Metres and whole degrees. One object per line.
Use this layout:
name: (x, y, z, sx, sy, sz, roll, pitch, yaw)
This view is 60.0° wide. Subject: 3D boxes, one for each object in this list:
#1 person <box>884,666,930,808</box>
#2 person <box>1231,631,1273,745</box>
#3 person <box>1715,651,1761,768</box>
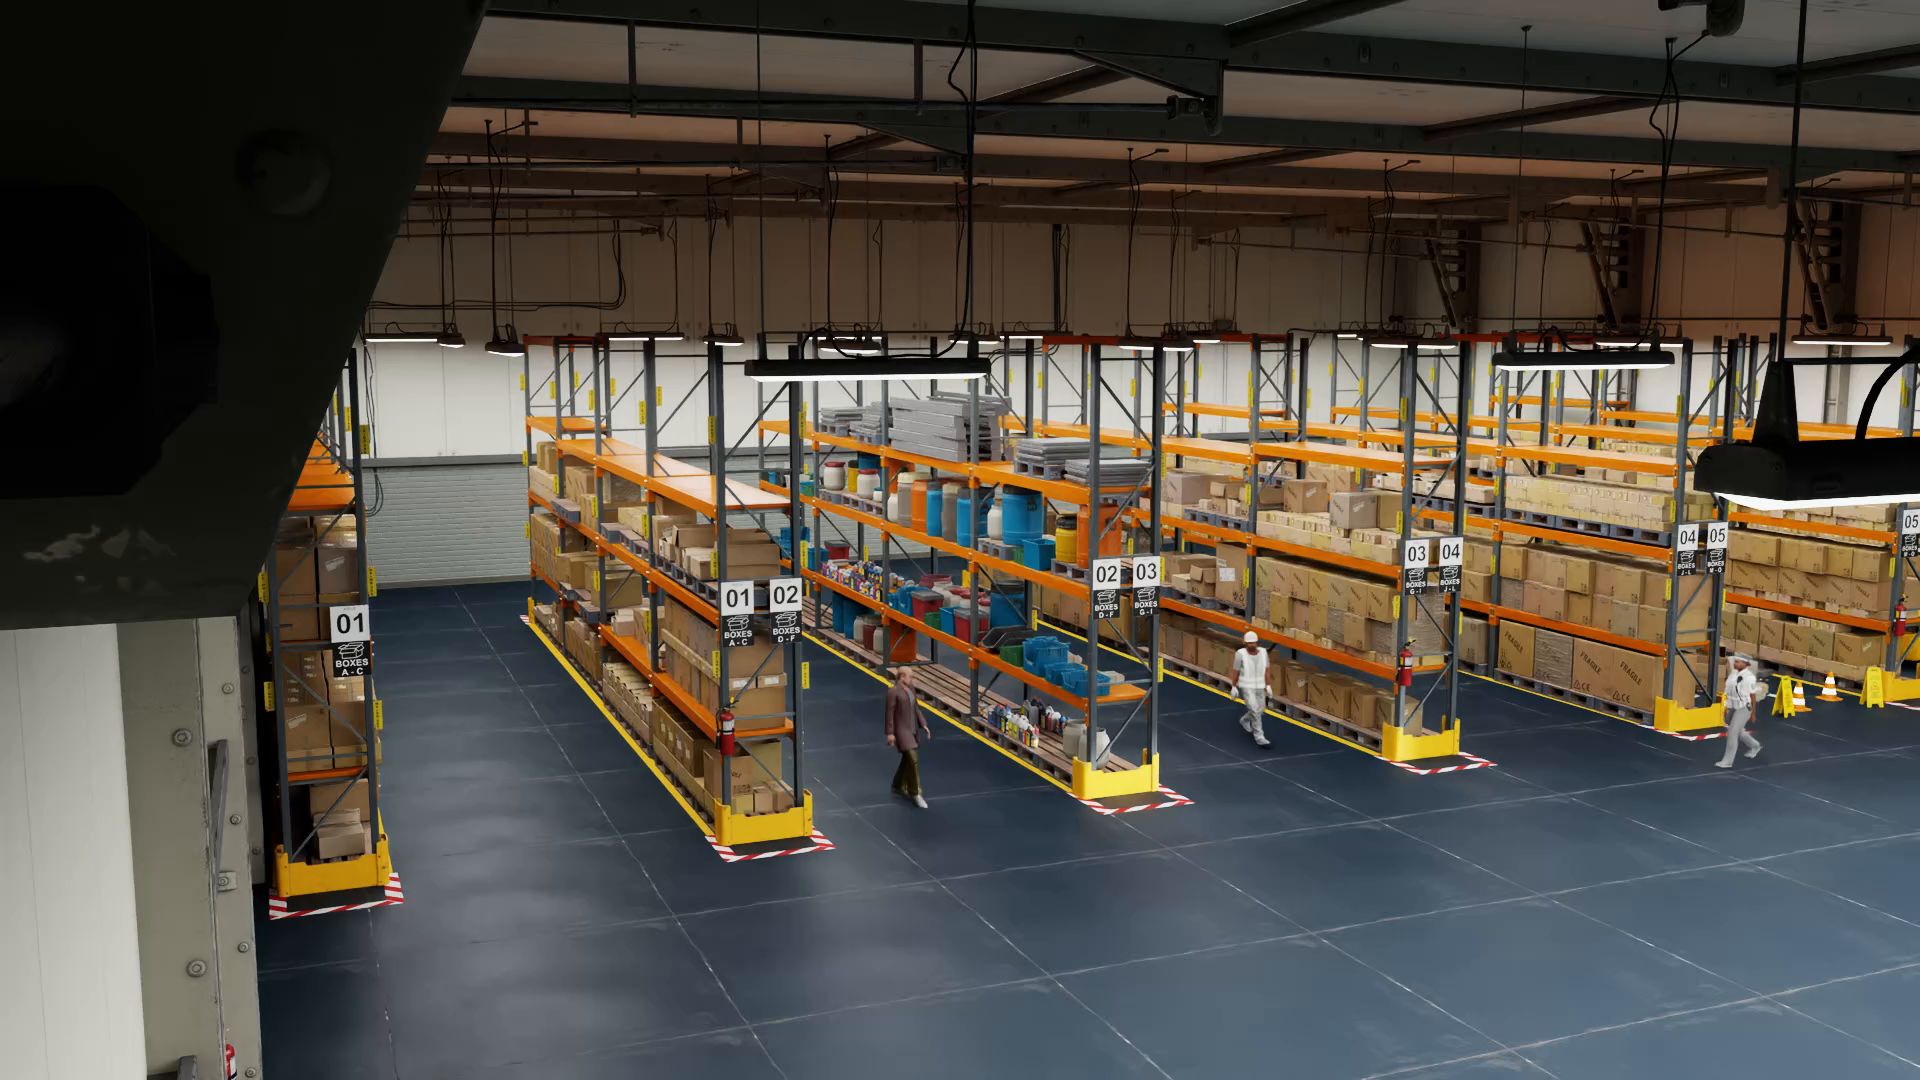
person: (-0.650, 2.568, 21.870, 0.700, 1.818, 0.612, 4, 9, 29)
person: (4.402, 2.191, 25.000, 0.554, 1.673, 1.055, -2, 8, -17)
person: (11.070, 2.380, 23.566, 0.921, 1.643, 0.448, -3, 8, -20)
